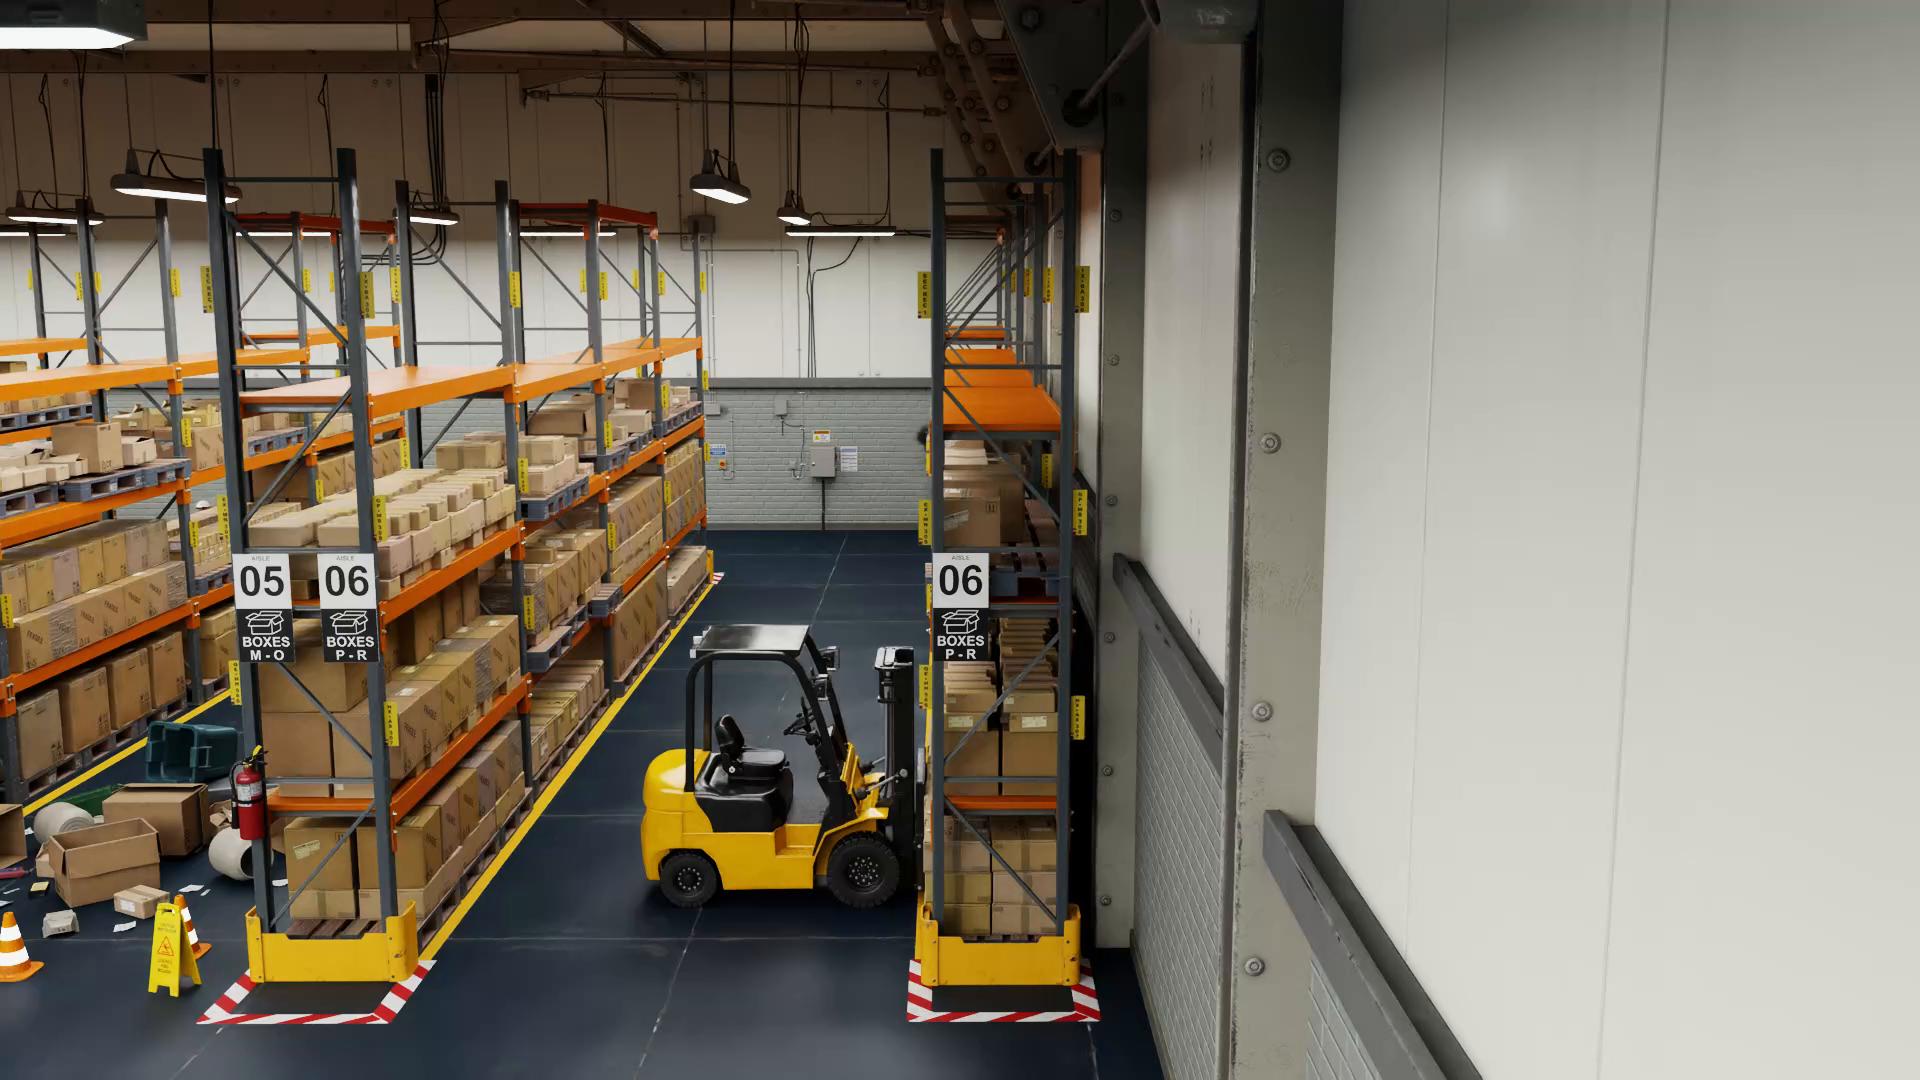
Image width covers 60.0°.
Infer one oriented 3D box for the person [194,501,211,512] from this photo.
[{"bbox_3d":[-11.514,0.255,25.451,0.710,1.736,0.767,0,9,-2],"label":"person"}]
